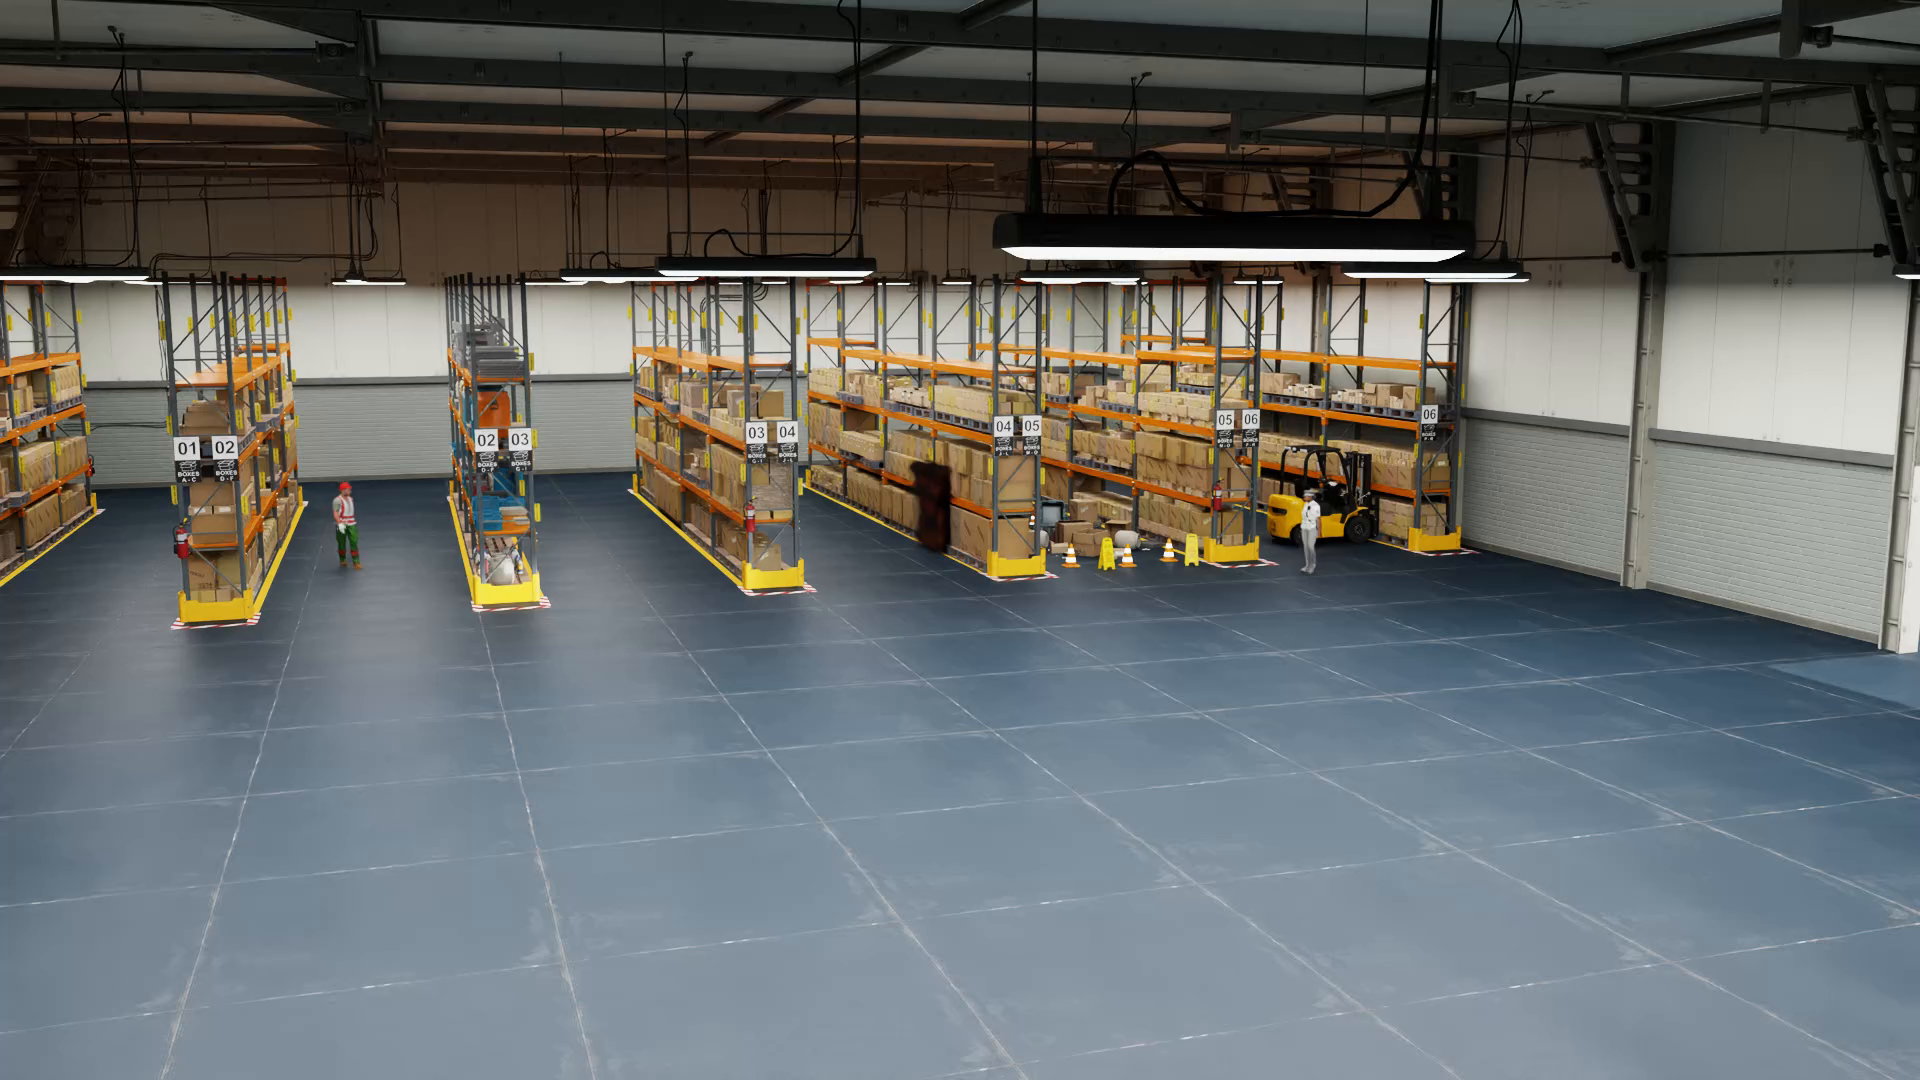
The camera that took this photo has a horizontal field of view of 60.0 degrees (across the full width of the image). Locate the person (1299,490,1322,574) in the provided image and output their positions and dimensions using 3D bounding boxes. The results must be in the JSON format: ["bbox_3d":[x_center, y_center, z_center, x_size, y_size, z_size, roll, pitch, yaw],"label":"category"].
[{"bbox_3d":[7.084,-0.160,33.706,0.506,1.713,0.459,7,11,40],"label":"person"}]

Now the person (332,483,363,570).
[{"bbox_3d":[-12.577,-0.300,34.029,0.486,1.742,0.942,-5,10,-28],"label":"person"}]

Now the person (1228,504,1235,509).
[{"bbox_3d":[6.449,-1.054,39.668,0.394,1.704,0.545,2,9,13],"label":"person"}]
